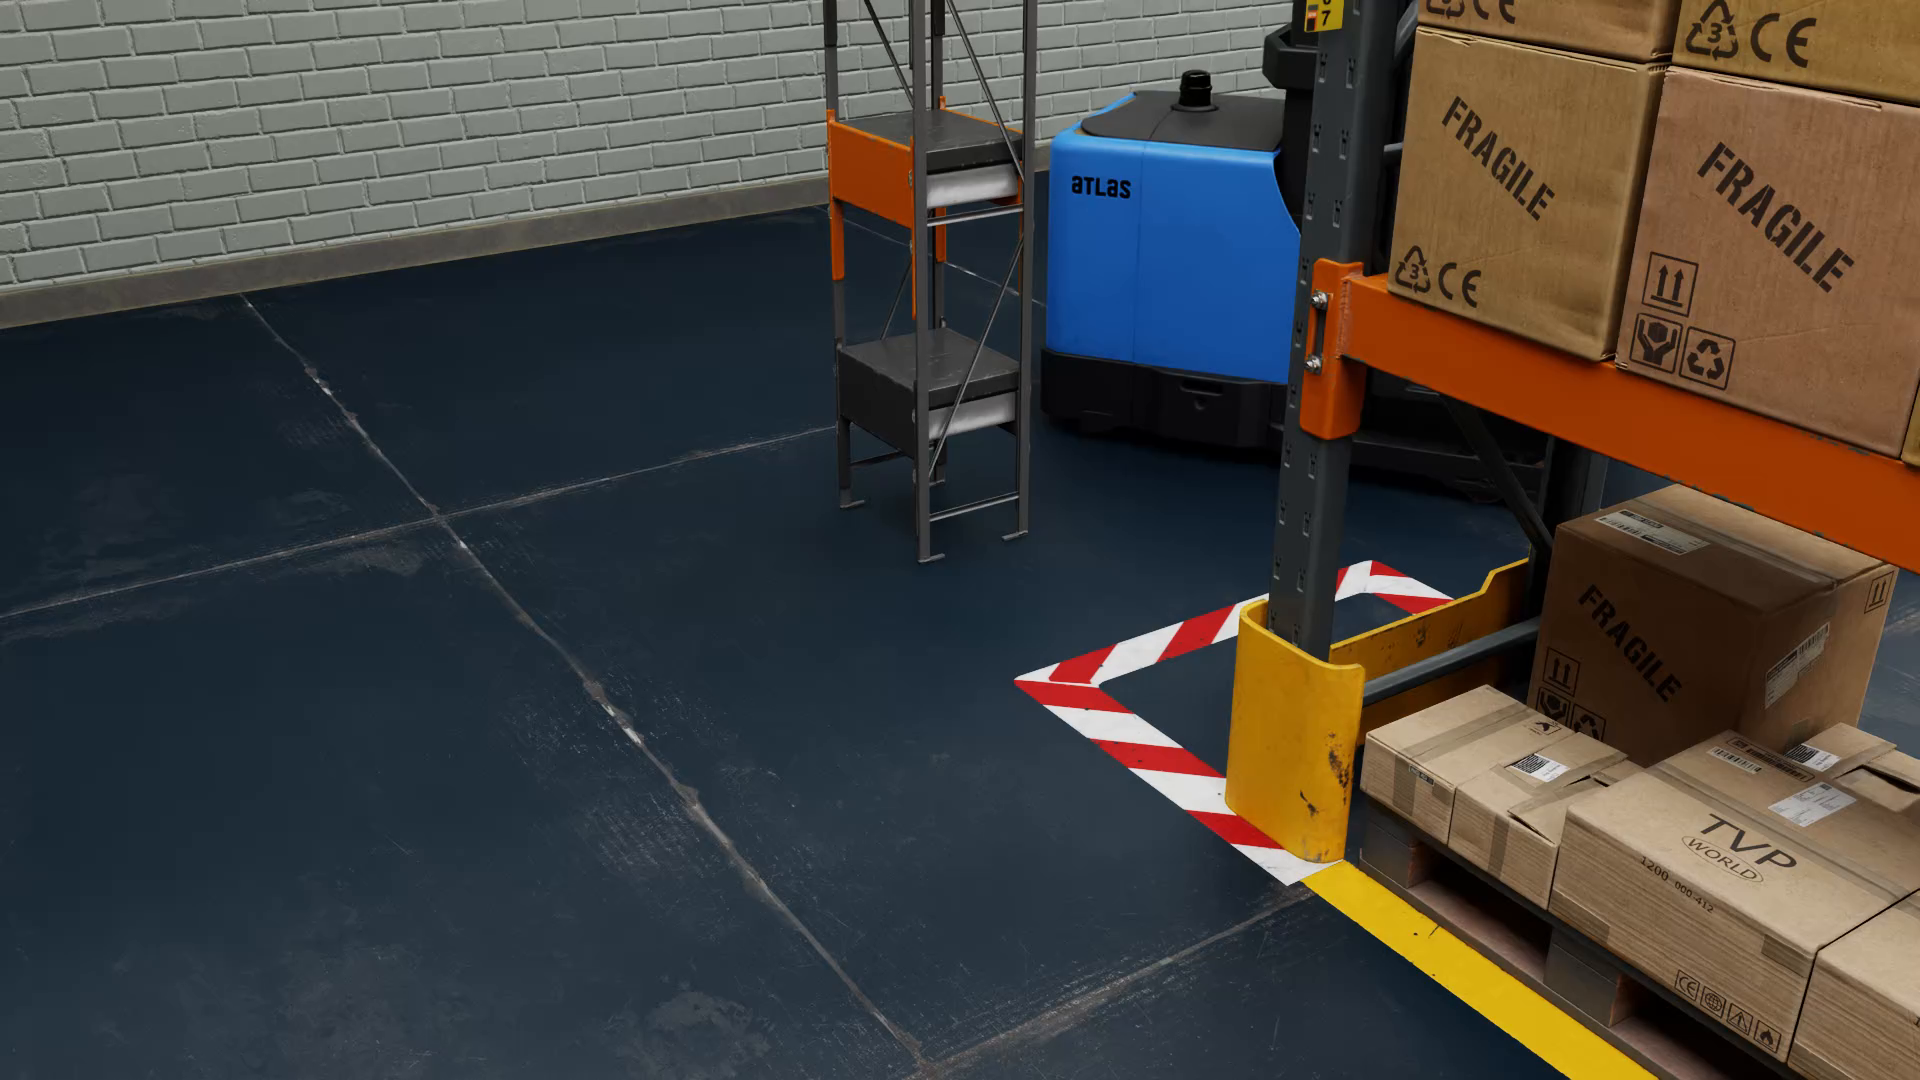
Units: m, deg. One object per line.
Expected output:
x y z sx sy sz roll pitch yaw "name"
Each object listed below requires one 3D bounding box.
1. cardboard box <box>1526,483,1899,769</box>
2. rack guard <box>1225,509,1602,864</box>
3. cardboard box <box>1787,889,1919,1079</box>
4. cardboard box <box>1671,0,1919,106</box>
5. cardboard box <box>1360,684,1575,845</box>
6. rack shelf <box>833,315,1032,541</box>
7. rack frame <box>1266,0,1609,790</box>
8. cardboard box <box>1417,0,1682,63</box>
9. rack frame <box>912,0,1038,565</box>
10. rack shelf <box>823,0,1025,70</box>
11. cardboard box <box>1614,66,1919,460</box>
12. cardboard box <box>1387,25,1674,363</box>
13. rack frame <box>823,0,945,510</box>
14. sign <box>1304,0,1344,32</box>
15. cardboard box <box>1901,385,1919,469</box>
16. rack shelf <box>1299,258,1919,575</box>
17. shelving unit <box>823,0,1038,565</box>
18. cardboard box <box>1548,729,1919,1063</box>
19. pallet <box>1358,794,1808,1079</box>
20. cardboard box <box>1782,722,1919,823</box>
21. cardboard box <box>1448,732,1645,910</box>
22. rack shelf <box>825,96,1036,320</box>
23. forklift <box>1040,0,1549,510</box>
1.647 0.222 3.679 0.500 0.500 0.500 -16 29 -30 "cardboard box"
1.186 0.311 4.006 1.175 0.500 0.348 -16 29 -30 "rack guard"
1.749 0.816 2.713 0.500 0.250 0.500 -16 29 -30 "cardboard box"
1.457 -0.939 2.437 0.500 0.500 0.500 -15 29 -29 "cardboard box"
1.085 0.473 3.558 0.380 0.149 0.250 -16 29 -30 "cardboard box"
-0.090 -0.363 5.232 0.431 0.518 0.480 -16 29 -30 "rack shelf"
1.144 -0.847 3.530 1.000 3.000 0.127 -16 29 -30 "rack frame"
1.165 -1.124 2.829 0.500 0.500 0.500 -15 29 -28 "cardboard box"
0.043 -0.921 4.742 0.400 2.100 0.015 -16 29 -30 "rack frame"
-0.090 -1.629 4.634 0.431 0.518 0.480 -16 29 -30 "rack shelf"
1.452 -0.489 2.654 0.500 0.500 0.500 -16 30 -30 "cardboard box"
1.165 -0.672 3.042 0.500 0.500 0.500 -15 29 -29 "cardboard box"
-0.224 -1.096 5.112 0.400 2.100 0.015 -16 29 -30 "rack frame"
0.690 -1.112 3.077 0.100 0.325 0.005 -16 29 -30 "sign"
1.723 -0.308 2.272 0.500 0.500 0.500 -16 29 -30 "cardboard box"
2.236 0.194 2.168 1.077 0.370 4.000 -16 29 -30 "rack shelf"
-0.090 -1.009 4.927 0.431 2.100 0.503 -16 29 -30 "shelving unit"
1.476 0.637 3.092 0.500 0.250 0.500 -16 29 -30 "cardboard box"
1.622 0.726 3.464 1.003 0.211 1.213 -16 29 -30 "pallet"
1.793 0.538 3.399 0.380 0.166 0.250 -16 29 -30 "cardboard box"
1.221 0.555 3.365 0.380 0.166 0.250 -16 29 -30 "cardboard box"
-0.090 -0.996 4.933 0.431 0.518 0.480 -16 29 -30 "rack shelf"
1.860 -1.673 5.361 3.031 2.935 1.130 10 27 21 "forklift"
